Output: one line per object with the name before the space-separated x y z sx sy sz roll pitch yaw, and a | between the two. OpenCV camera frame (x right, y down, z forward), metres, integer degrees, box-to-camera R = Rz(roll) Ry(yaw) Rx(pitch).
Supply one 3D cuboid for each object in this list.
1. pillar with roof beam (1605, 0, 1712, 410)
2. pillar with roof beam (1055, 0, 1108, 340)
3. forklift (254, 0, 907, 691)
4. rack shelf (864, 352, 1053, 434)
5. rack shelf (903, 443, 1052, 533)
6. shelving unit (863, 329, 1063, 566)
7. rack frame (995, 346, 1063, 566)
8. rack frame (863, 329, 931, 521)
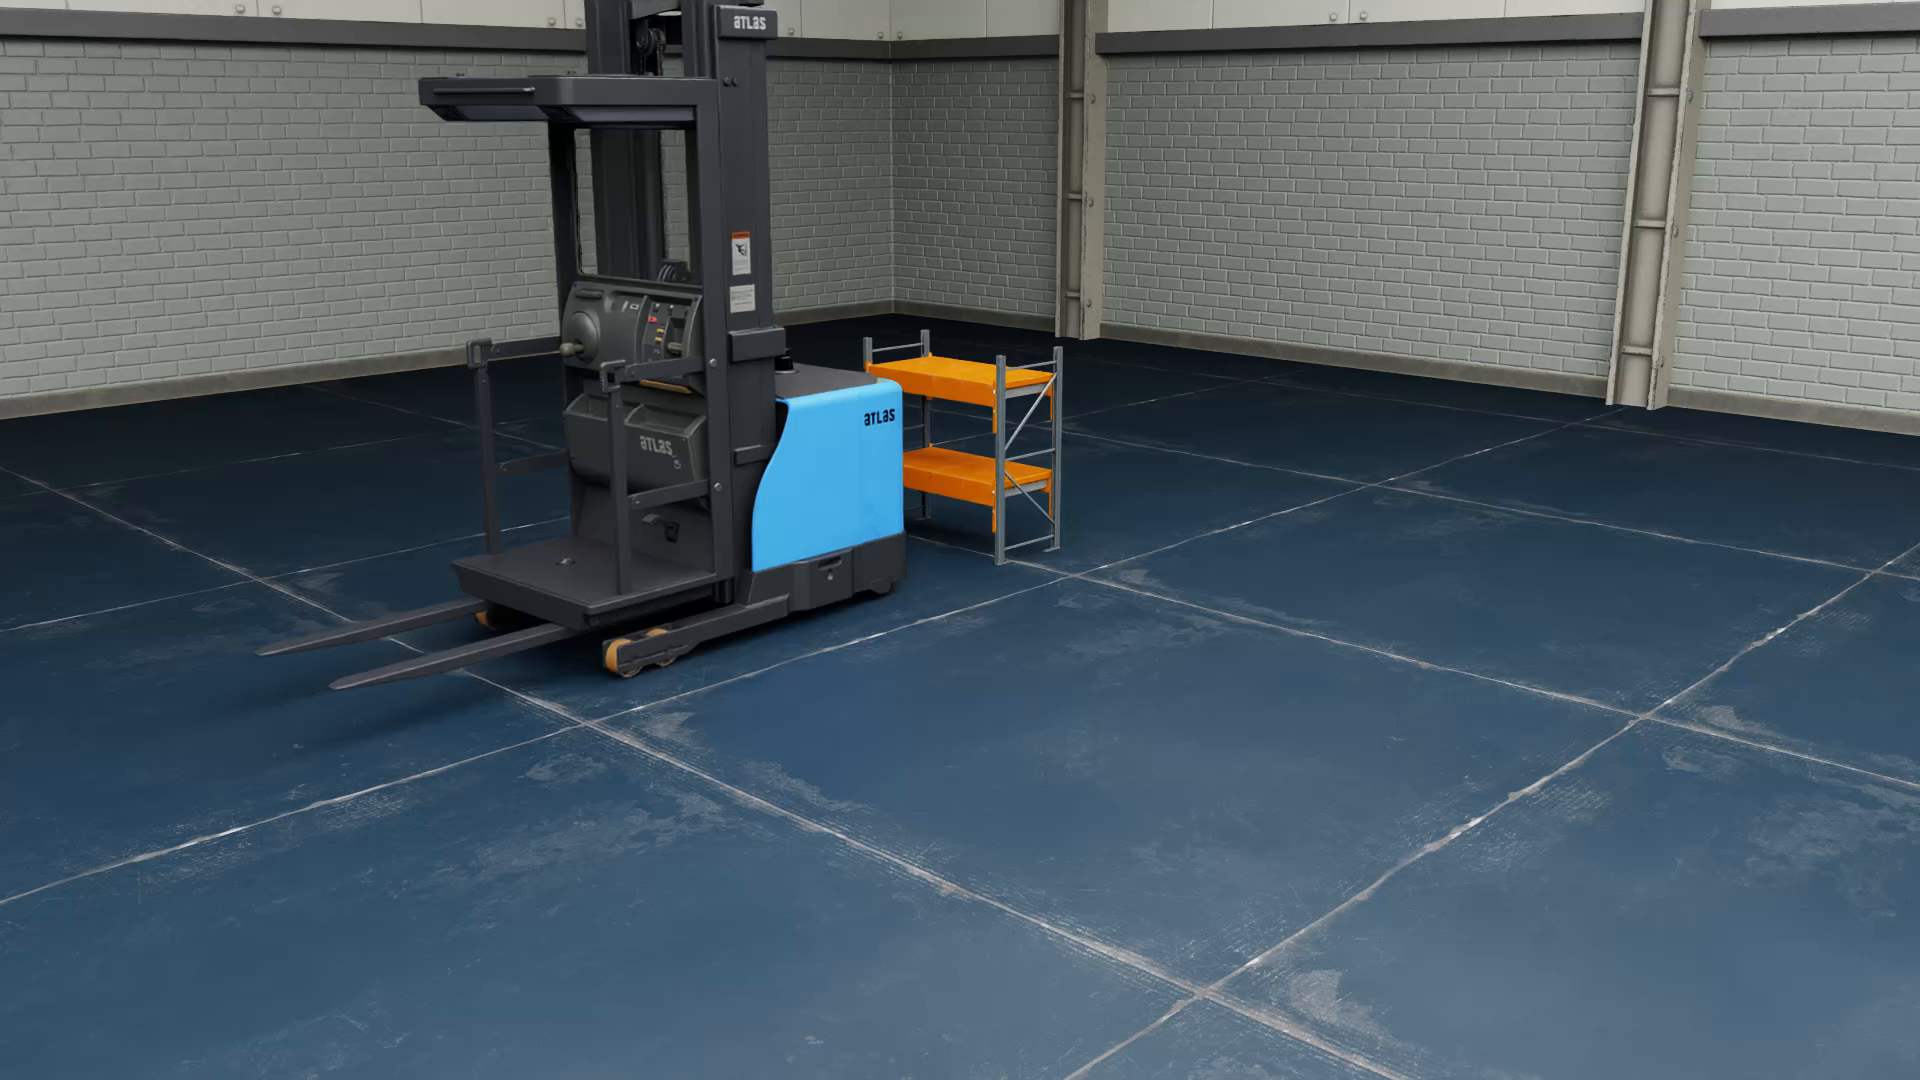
pillar with roof beam | 2.591 -4.689 9.581 0.400 9.000 9.100 14 20 42
pillar with roof beam | -1.728 -5.739 13.611 0.400 9.000 9.100 14 20 42
forklift | -1.627 -0.972 7.348 1.130 2.935 3.031 13 19 40
rack shelf | 0.005 -0.826 9.212 1.000 0.278 0.538 14 20 42
rack shelf | 0.005 -0.307 9.347 1.000 0.278 0.538 14 20 42
shelving unit | 0.005 -0.543 9.286 1.048 1.125 0.538 14 20 42
rack frame | 0.371 -0.454 8.944 0.032 1.125 0.500 14 20 42
rack frame | -0.361 -0.632 9.627 0.032 1.125 0.500 14 20 42
